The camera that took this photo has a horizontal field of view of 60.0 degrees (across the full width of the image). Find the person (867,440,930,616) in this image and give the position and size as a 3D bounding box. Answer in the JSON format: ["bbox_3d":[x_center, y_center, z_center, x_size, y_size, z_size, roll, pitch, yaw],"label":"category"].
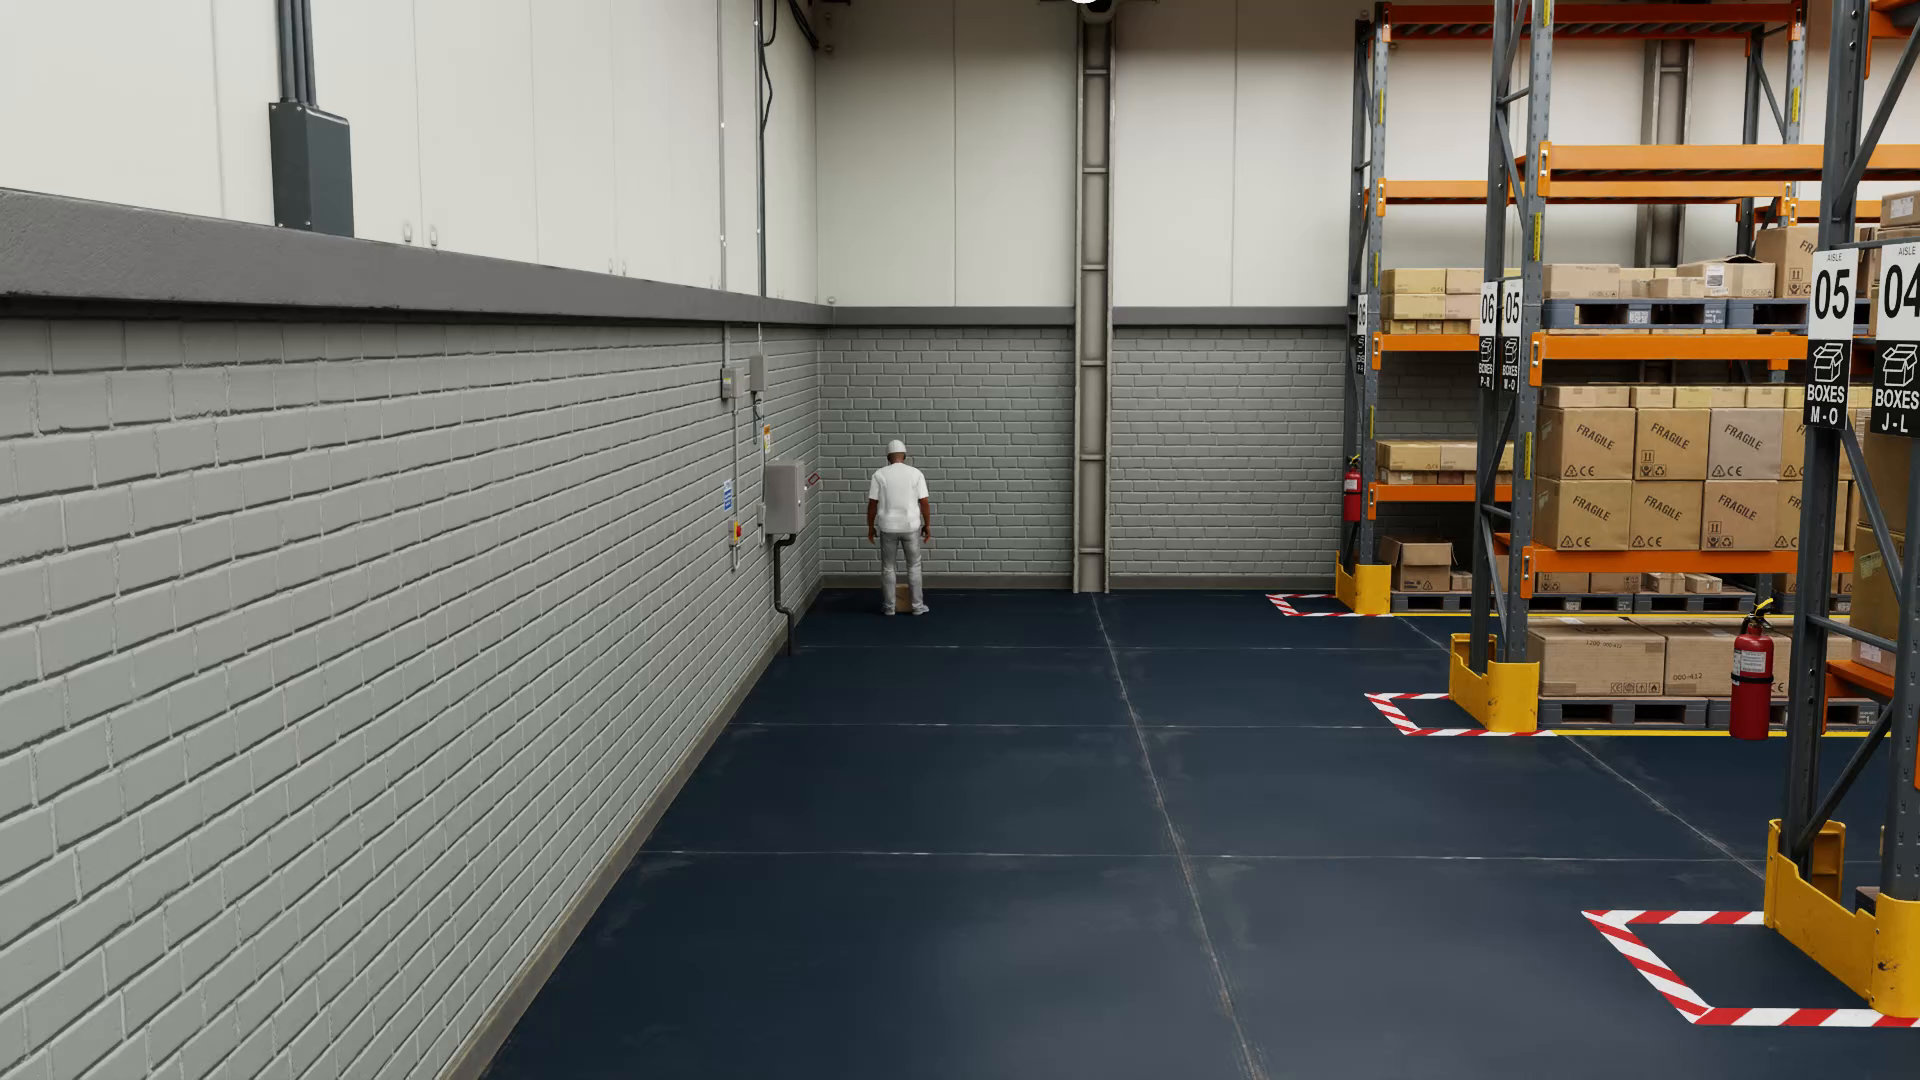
[{"bbox_3d":[-0.613,-0.127,16.713,0.633,1.759,0.459,0,7,-2],"label":"person"}]
